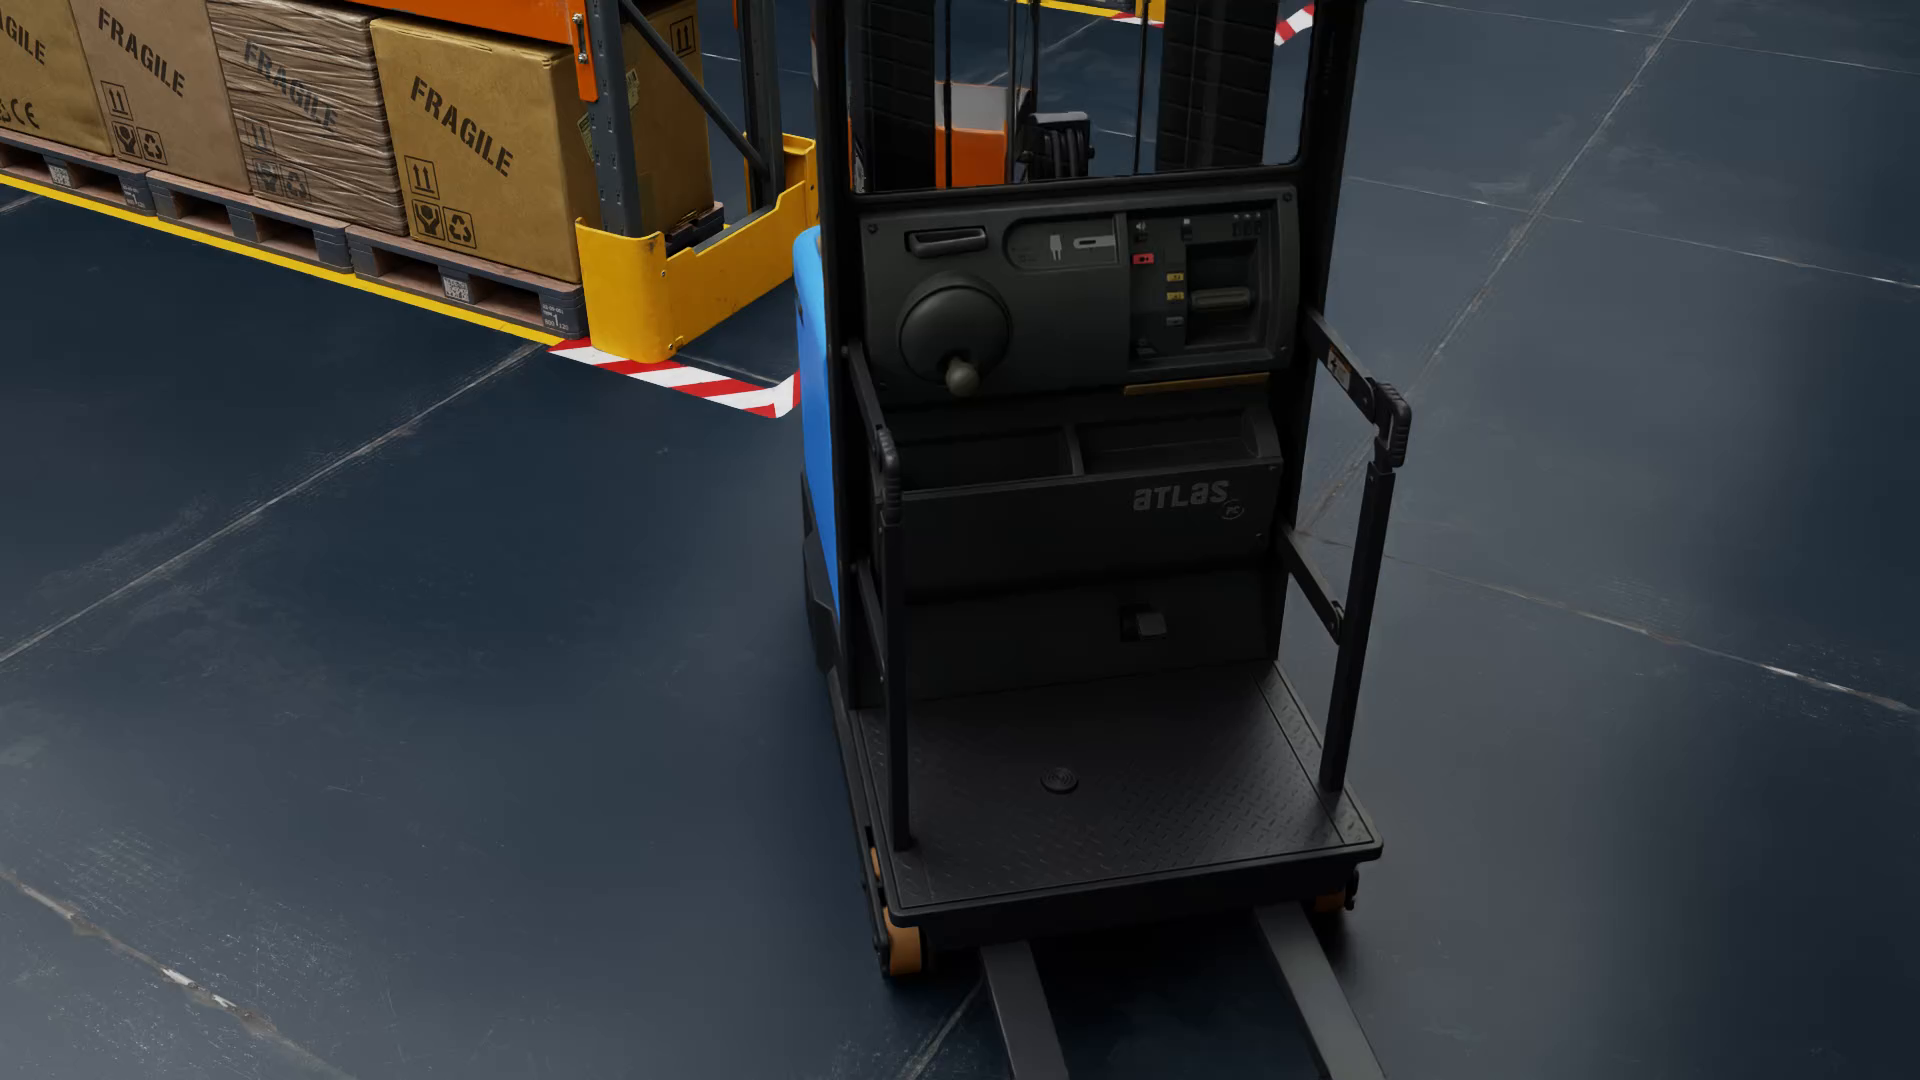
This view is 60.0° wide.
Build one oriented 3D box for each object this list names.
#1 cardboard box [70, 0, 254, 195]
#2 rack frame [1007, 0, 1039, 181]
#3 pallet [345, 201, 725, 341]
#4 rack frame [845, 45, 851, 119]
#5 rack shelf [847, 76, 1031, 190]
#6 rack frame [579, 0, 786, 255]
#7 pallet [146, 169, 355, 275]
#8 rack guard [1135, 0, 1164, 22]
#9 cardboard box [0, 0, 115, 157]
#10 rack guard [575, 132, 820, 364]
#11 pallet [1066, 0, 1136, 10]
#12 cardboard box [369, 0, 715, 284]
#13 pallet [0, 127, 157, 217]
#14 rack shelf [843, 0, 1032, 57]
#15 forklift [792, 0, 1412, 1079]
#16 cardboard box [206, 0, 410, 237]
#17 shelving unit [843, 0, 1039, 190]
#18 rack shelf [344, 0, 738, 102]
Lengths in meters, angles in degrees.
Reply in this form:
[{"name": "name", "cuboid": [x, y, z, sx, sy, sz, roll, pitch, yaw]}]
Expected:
[{"name": "cardboard box", "cuboid": [-3.177, -2.154, 7.317, 0.875, 0.875, 0.875, 18, 37, 24]}, {"name": "rack frame", "cuboid": [0.183, -1.085, 4.984, 0.015, 2.100, 0.400, 7, 34, 11]}, {"name": "pallet", "cuboid": [-1.752, -1.253, 6.941, 1.213, 0.211, 1.003, 18, 37, 24]}, {"name": "rack frame", "cuboid": [-0.294, -1.144, 5.074, 0.015, 2.100, 0.400, 7, 34, 11]}, {"name": "rack shelf", "cuboid": [-0.055, -1.103, 5.037, 0.480, 0.518, 0.431, 7, 34, 11]}, {"name": "rack frame", "cuboid": [-1.019, -2.231, 5.894, 0.127, 3.000, 1.000, 18, 37, 24]}, {"name": "pallet", "cuboid": [-2.807, -1.589, 7.445, 1.213, 0.211, 1.003, 18, 37, 24]}, {"name": "rack guard", "cuboid": [1.466, -3.574, 10.166, 0.348, 0.500, 1.175, 18, 37, 24]}, {"name": "cardboard box", "cuboid": [-3.959, -2.402, 7.688, 0.875, 0.875, 0.875, 18, 37, 24]}, {"name": "rack guard", "cuboid": [-0.998, -1.184, 6.577, 0.348, 0.500, 1.175, 18, 37, 24]}, {"name": "pallet", "cuboid": [0.742, -3.699, 10.615, 1.213, 0.211, 1.003, 18, 37, 24]}, {"name": "cardboard box", "cuboid": [-1.615, -1.659, 6.573, 0.875, 0.875, 0.875, 18, 37, 24]}, {"name": "pallet", "cuboid": [-3.871, -1.924, 7.948, 1.213, 0.211, 1.003, 18, 37, 24]}, {"name": "rack shelf", "cuboid": [-0.056, -1.686, 4.649, 0.480, 0.518, 0.431, 7, 34, 11]}, {"name": "forklift", "cuboid": [0.303, -0.459, 3.295, 1.130, 2.935, 3.031, -6, 34, -9]}, {"name": "cardboard box", "cuboid": [-2.405, -1.909, 6.949, 0.875, 0.875, 0.875, 18, 37, 24]}, {"name": "shelving unit", "cuboid": [-0.055, -1.114, 5.029, 0.503, 2.100, 0.431, 7, 34, 11]}, {"name": "rack shelf", "cuboid": [-2.756, -2.482, 6.920, 4.000, 0.370, 1.077, 18, 37, 24]}]
